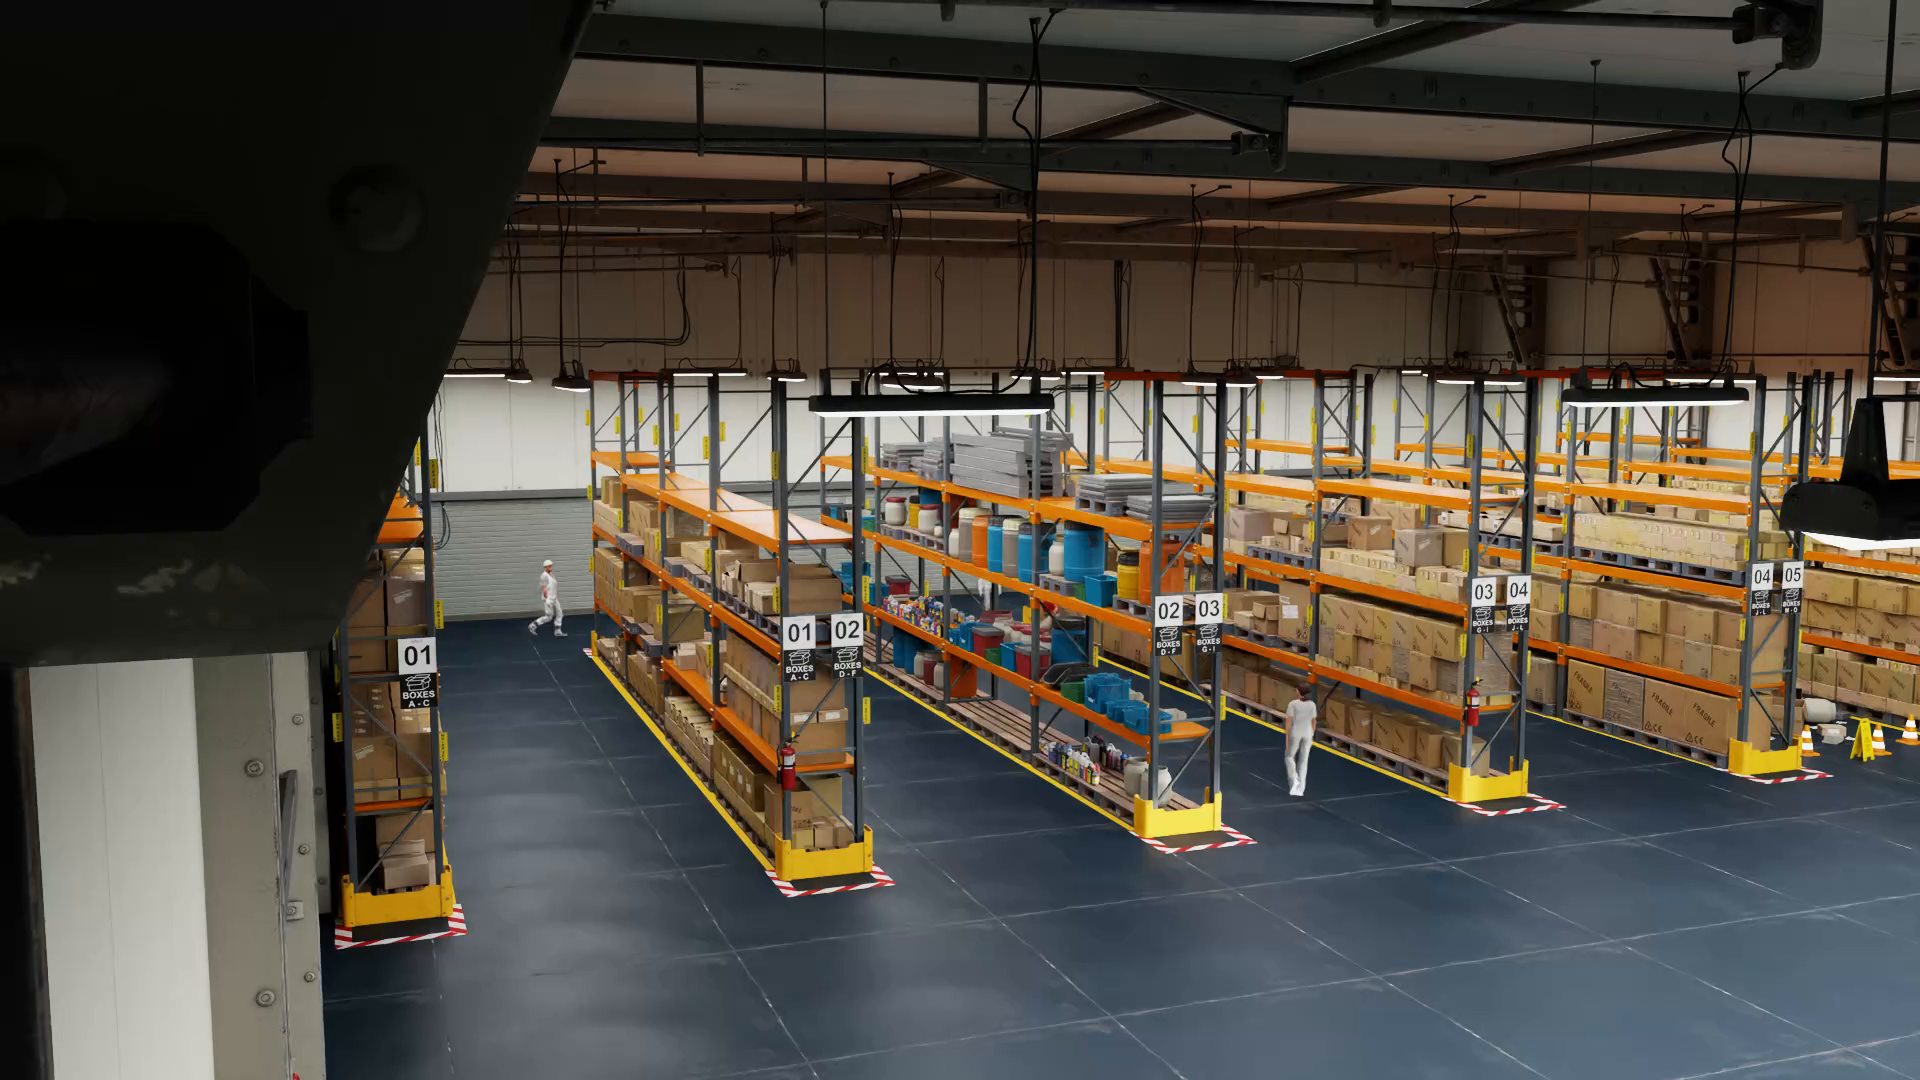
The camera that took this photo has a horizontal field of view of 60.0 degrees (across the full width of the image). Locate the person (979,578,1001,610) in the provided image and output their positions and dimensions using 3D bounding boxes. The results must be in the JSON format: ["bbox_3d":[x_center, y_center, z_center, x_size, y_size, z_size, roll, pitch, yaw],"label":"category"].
[{"bbox_3d":[0.714,1.148,39.064,0.502,1.638,1.021,-2,7,-14],"label":"person"}]

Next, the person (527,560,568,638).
[{"bbox_3d":[-9.214,1.318,37.117,0.862,1.750,0.589,0,6,-2],"label":"person"}]

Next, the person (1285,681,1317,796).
[{"bbox_3d":[4.876,2.840,23.789,0.451,1.661,0.485,1,6,8],"label":"person"}]

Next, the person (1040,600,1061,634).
[{"bbox_3d":[1.809,1.637,34.336,0.539,1.735,0.547,-2,7,-18],"label":"person"}]

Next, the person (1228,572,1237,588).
[{"bbox_3d":[7.242,0.593,43.726,0.540,1.702,0.612,4,7,30],"label":"person"}]
